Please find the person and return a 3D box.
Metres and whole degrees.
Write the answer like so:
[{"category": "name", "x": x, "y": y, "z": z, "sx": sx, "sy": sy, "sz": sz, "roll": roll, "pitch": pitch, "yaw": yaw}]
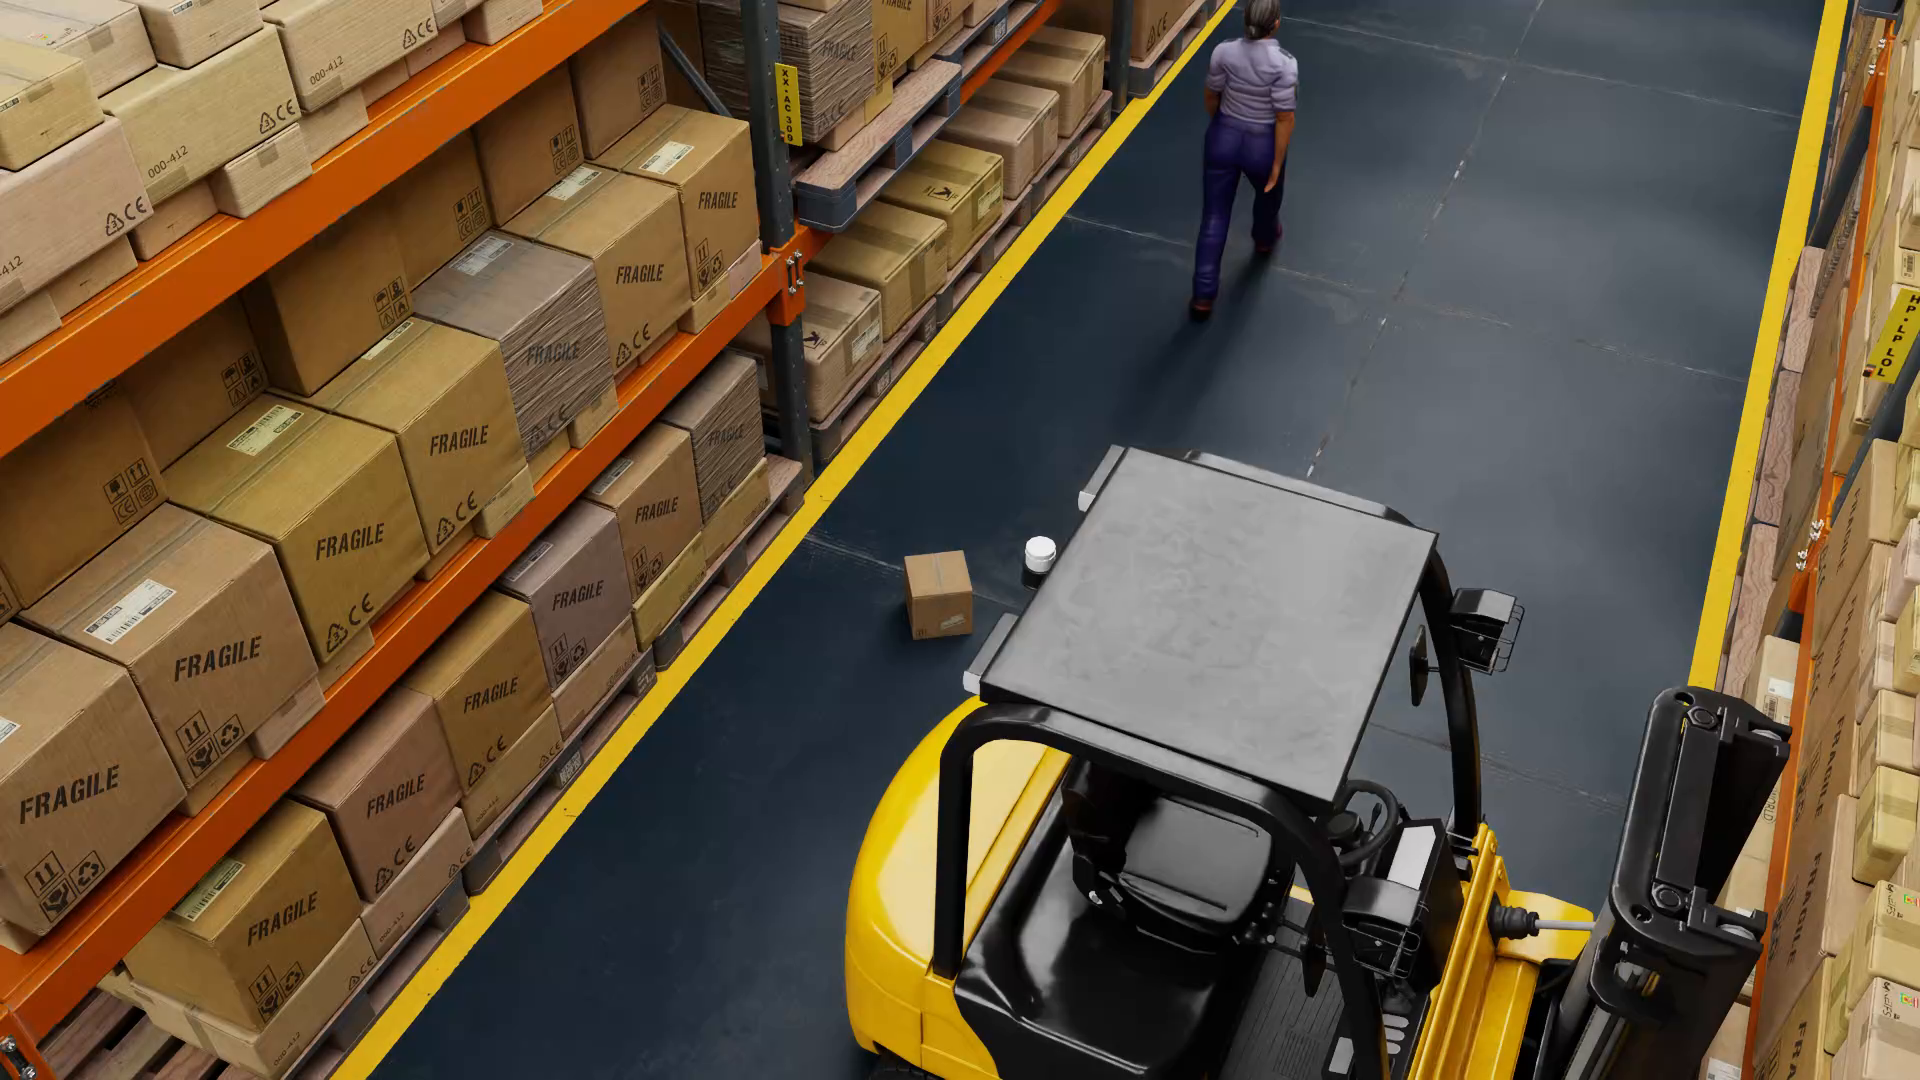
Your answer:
[{"category": "person", "x": 1.456, "y": -2.040, "z": 8.398, "sx": 0.491, "sy": 1.587, "sz": 1.004, "roll": 14, "pitch": 44, "yaw": 15}]
